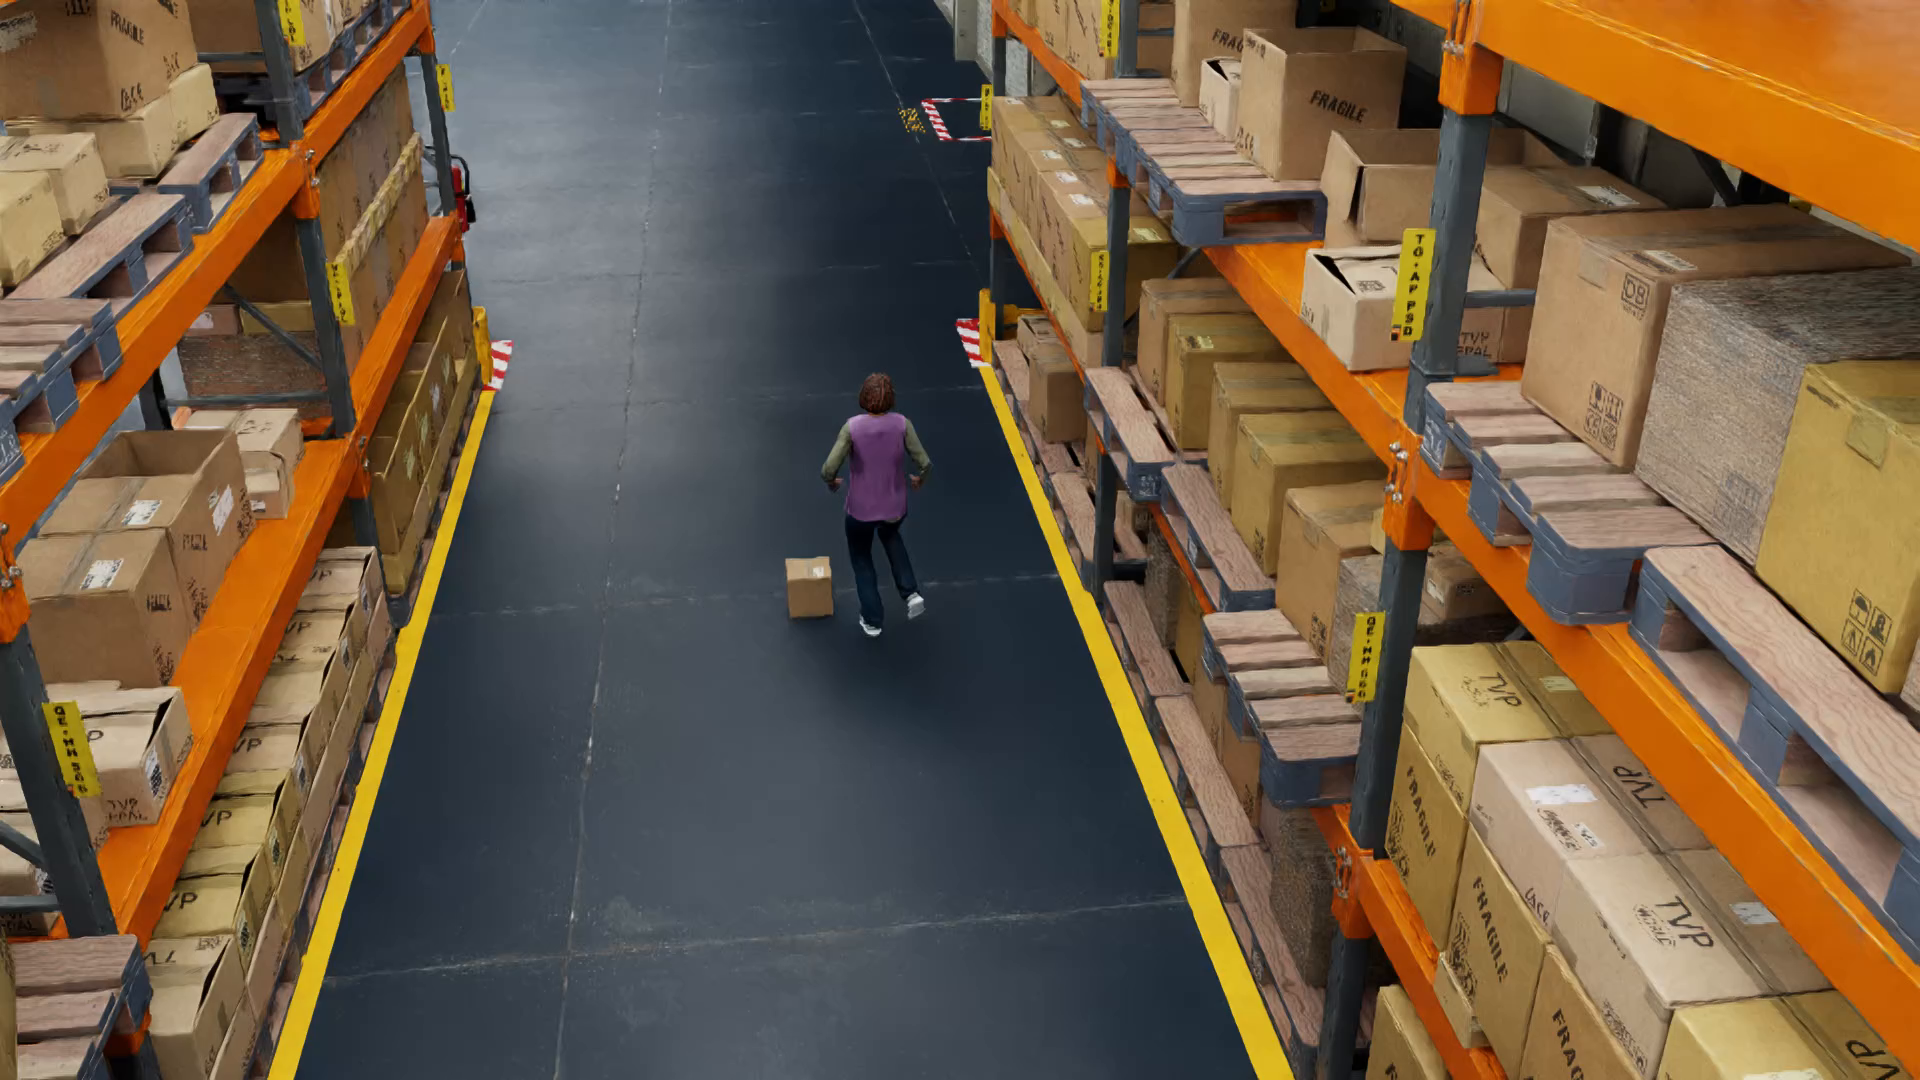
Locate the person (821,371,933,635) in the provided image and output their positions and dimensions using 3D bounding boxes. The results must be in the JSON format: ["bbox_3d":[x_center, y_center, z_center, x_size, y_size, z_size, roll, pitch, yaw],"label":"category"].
[{"bbox_3d":[-0.475,-0.198,9.044,0.591,1.566,0.440,-9,29,-16],"label":"person"}]
